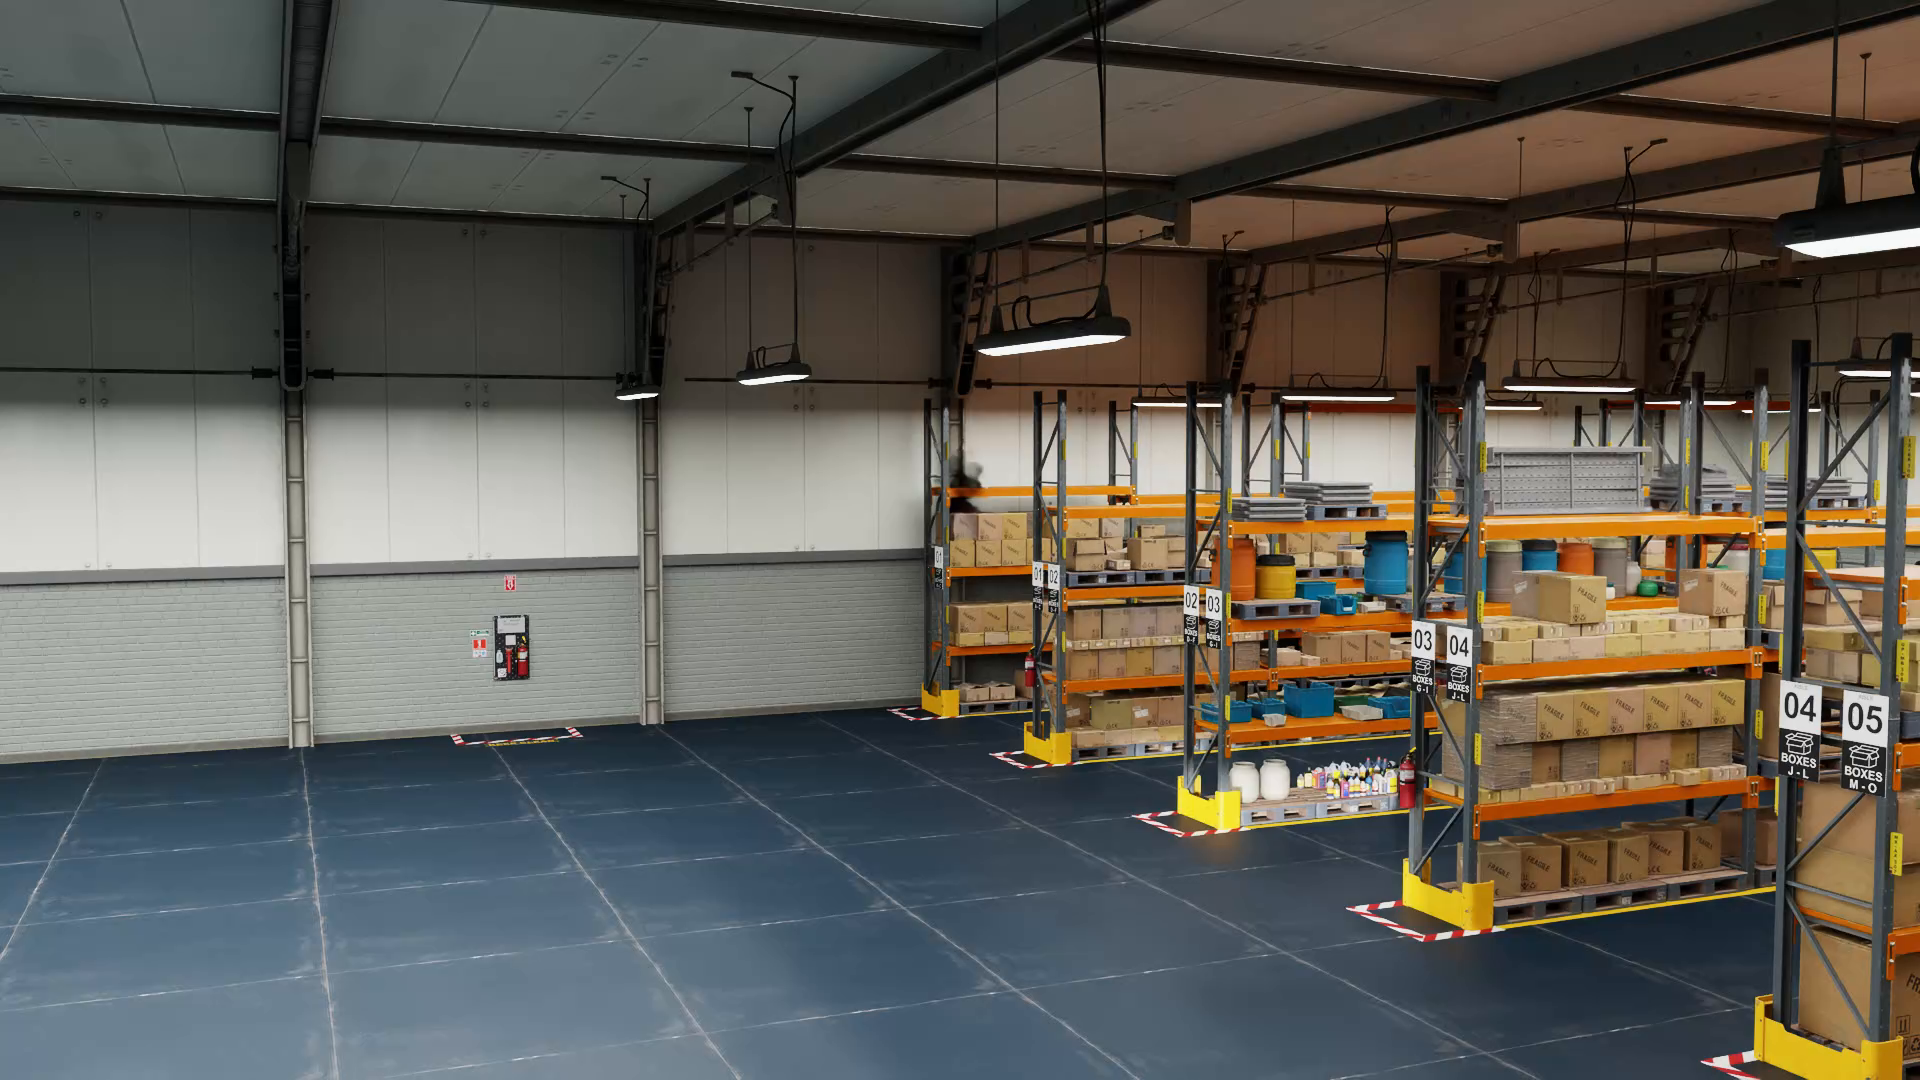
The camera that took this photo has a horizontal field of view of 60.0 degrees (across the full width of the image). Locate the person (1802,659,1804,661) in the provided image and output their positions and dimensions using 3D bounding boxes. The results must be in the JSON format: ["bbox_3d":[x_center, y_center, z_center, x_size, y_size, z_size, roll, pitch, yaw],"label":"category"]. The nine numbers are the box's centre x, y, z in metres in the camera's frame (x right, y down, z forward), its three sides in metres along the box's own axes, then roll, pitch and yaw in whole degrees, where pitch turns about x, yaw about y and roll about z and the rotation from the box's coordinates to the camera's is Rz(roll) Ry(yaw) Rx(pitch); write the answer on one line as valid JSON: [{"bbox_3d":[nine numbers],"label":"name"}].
[{"bbox_3d":[16.173,2.509,31.554,0.764,1.730,0.658,-2,4,-33],"label":"person"}]

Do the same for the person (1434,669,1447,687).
[{"bbox_3d":[9.403,2.421,32.444,0.816,1.701,0.590,-2,4,-27],"label":"person"}]
